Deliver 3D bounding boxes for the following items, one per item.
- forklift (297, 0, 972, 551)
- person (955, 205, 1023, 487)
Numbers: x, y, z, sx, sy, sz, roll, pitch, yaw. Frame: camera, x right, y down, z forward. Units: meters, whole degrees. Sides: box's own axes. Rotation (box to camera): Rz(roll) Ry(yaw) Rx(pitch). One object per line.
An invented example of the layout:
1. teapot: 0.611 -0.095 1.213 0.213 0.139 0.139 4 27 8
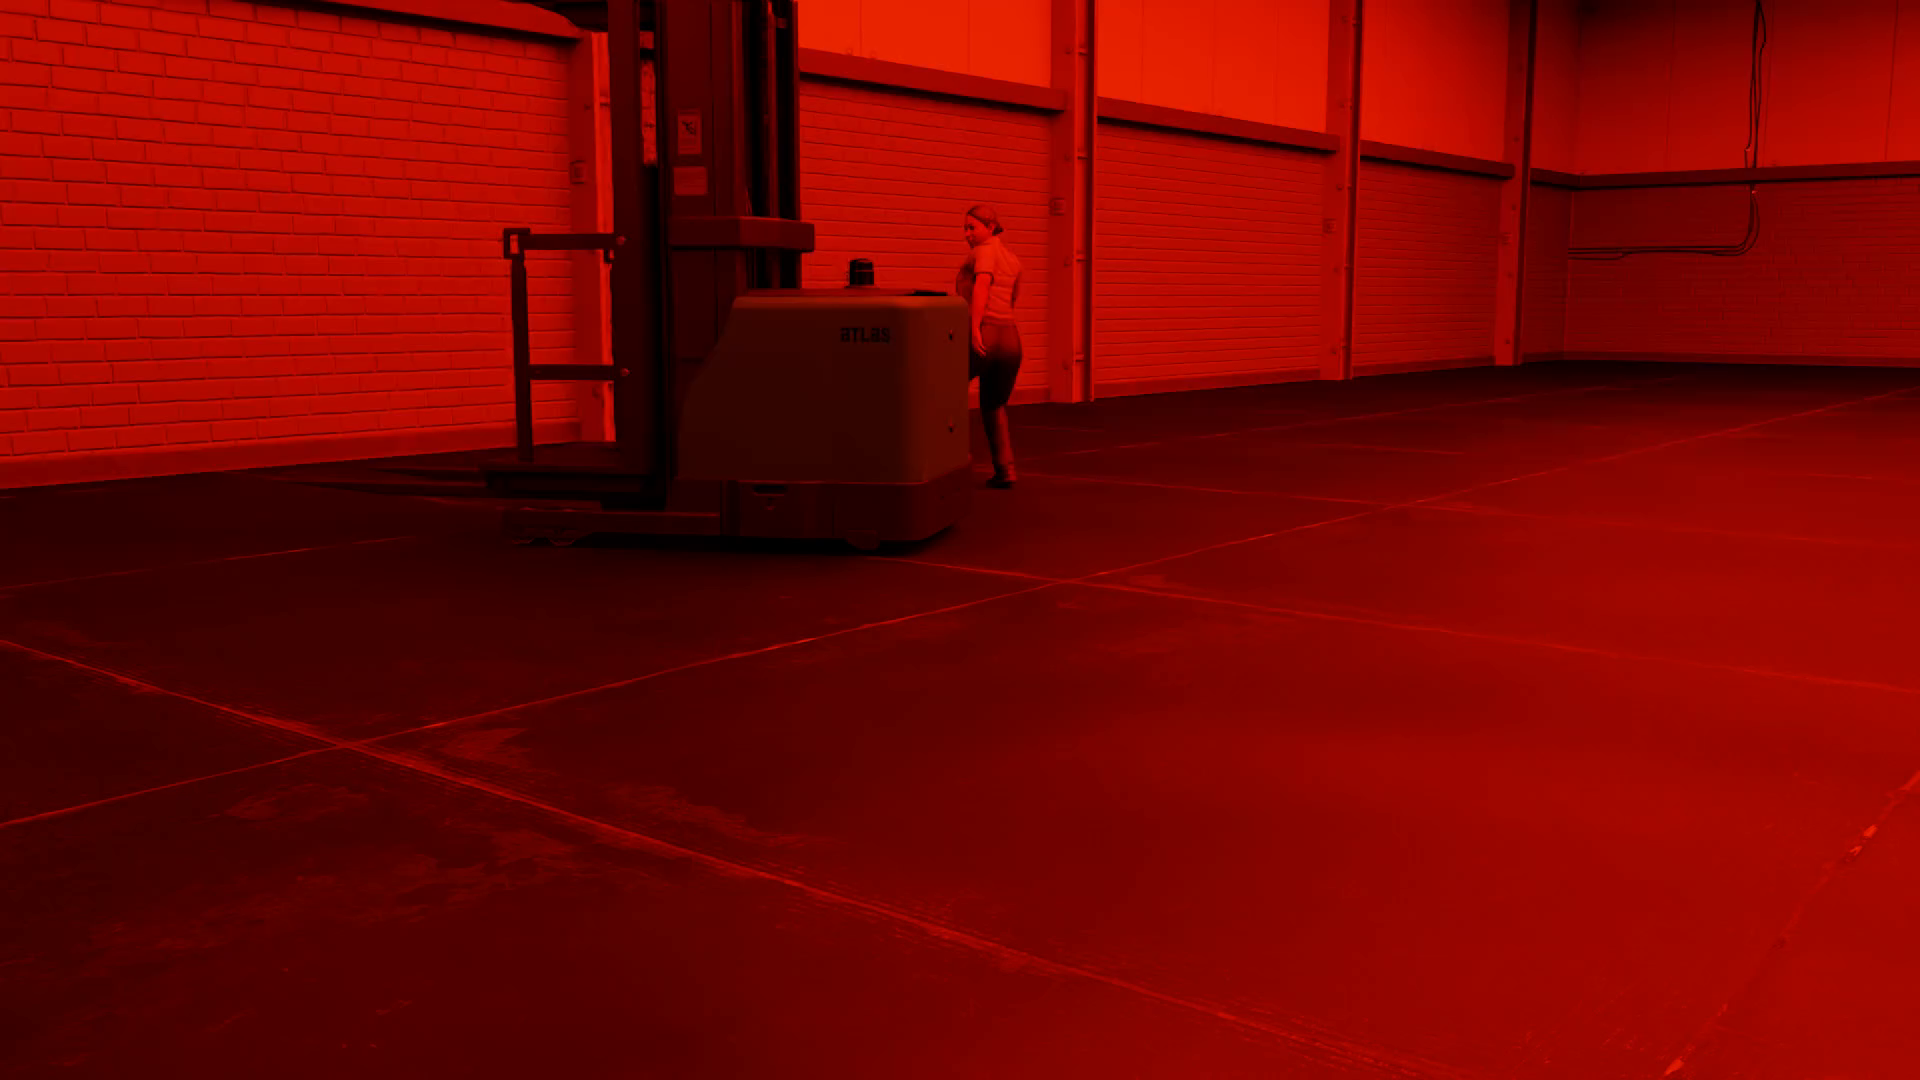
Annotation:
1. forklift: -1.519 -1.494 7.490 3.031 2.935 1.130 2 9 13
2. person: 0.135 -1.062 9.381 0.610 1.633 0.713 -6 10 -36
